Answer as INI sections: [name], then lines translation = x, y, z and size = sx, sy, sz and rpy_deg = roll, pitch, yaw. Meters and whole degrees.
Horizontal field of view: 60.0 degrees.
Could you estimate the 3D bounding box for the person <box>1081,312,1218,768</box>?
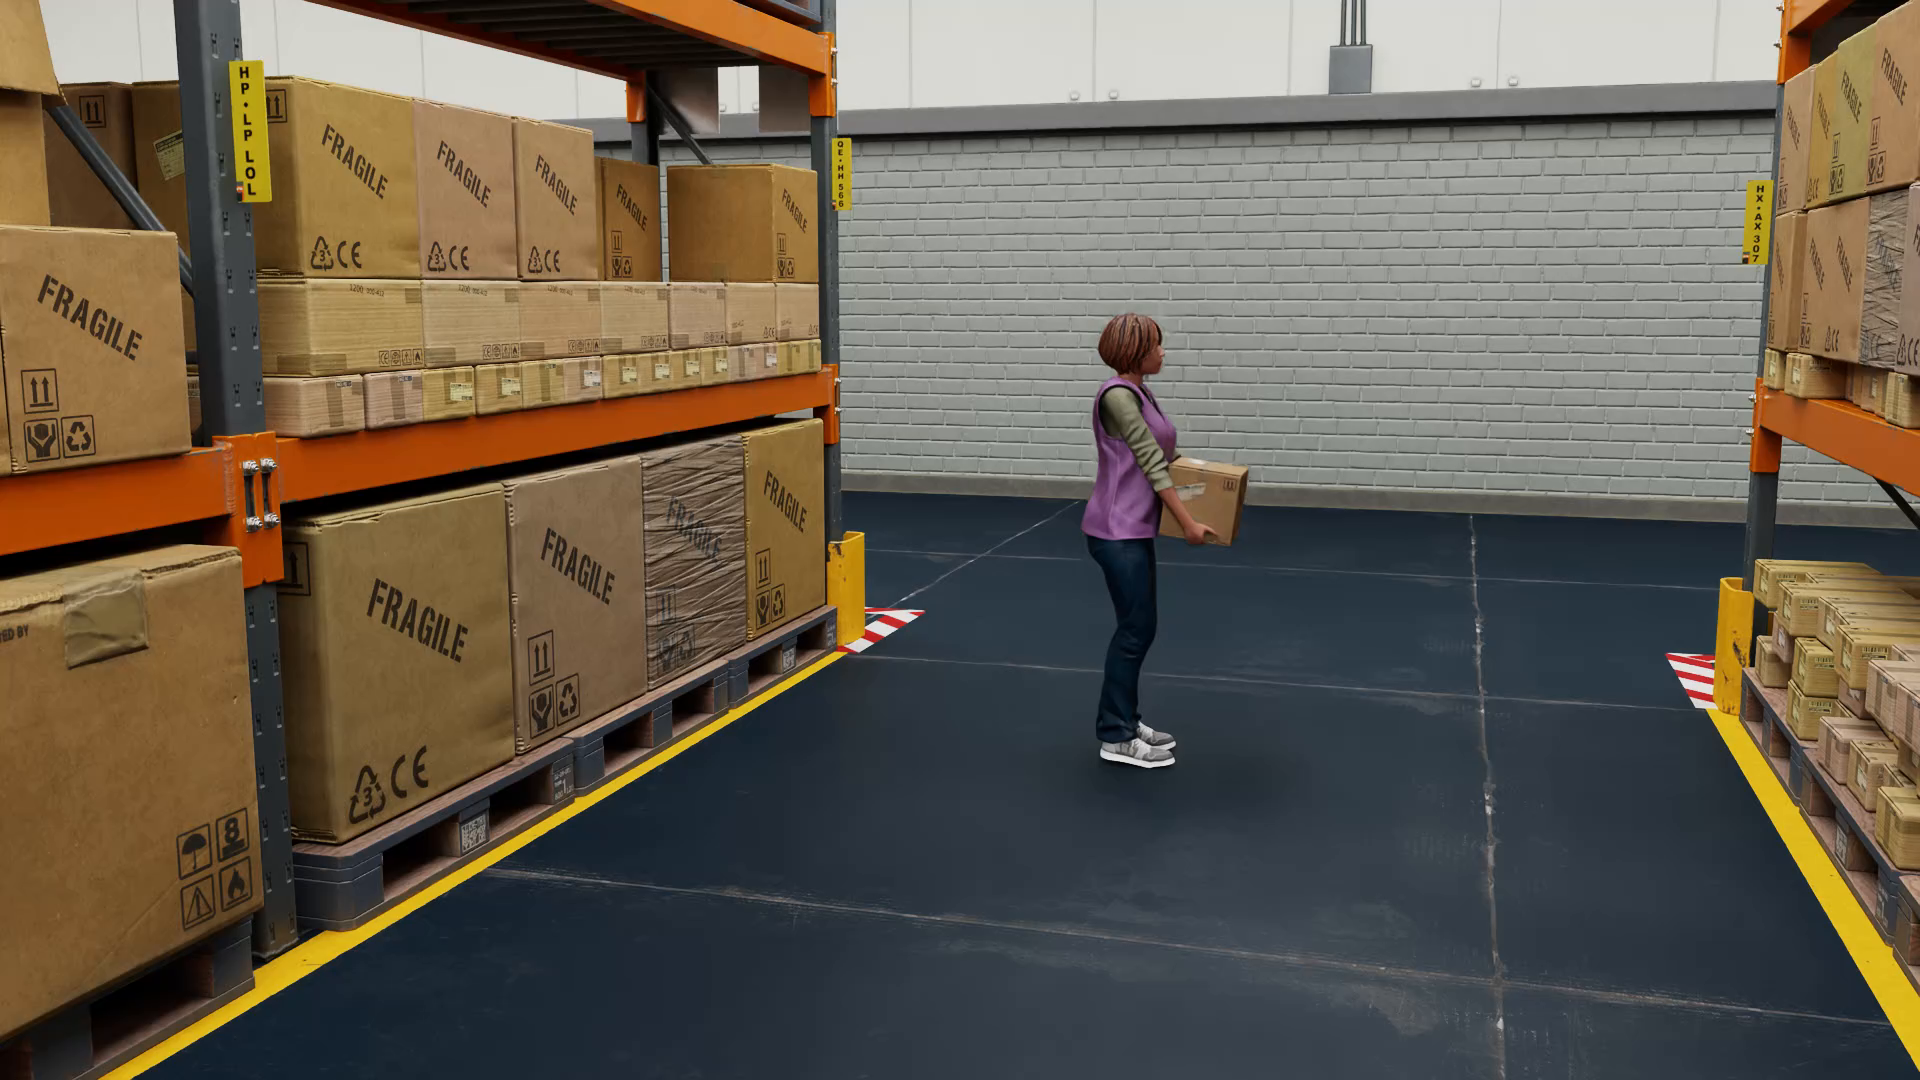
[person]
translation = 0.683, -0.002, 5.902
size = 0.501, 1.600, 0.375
rpy_deg = 2, 9, 16
